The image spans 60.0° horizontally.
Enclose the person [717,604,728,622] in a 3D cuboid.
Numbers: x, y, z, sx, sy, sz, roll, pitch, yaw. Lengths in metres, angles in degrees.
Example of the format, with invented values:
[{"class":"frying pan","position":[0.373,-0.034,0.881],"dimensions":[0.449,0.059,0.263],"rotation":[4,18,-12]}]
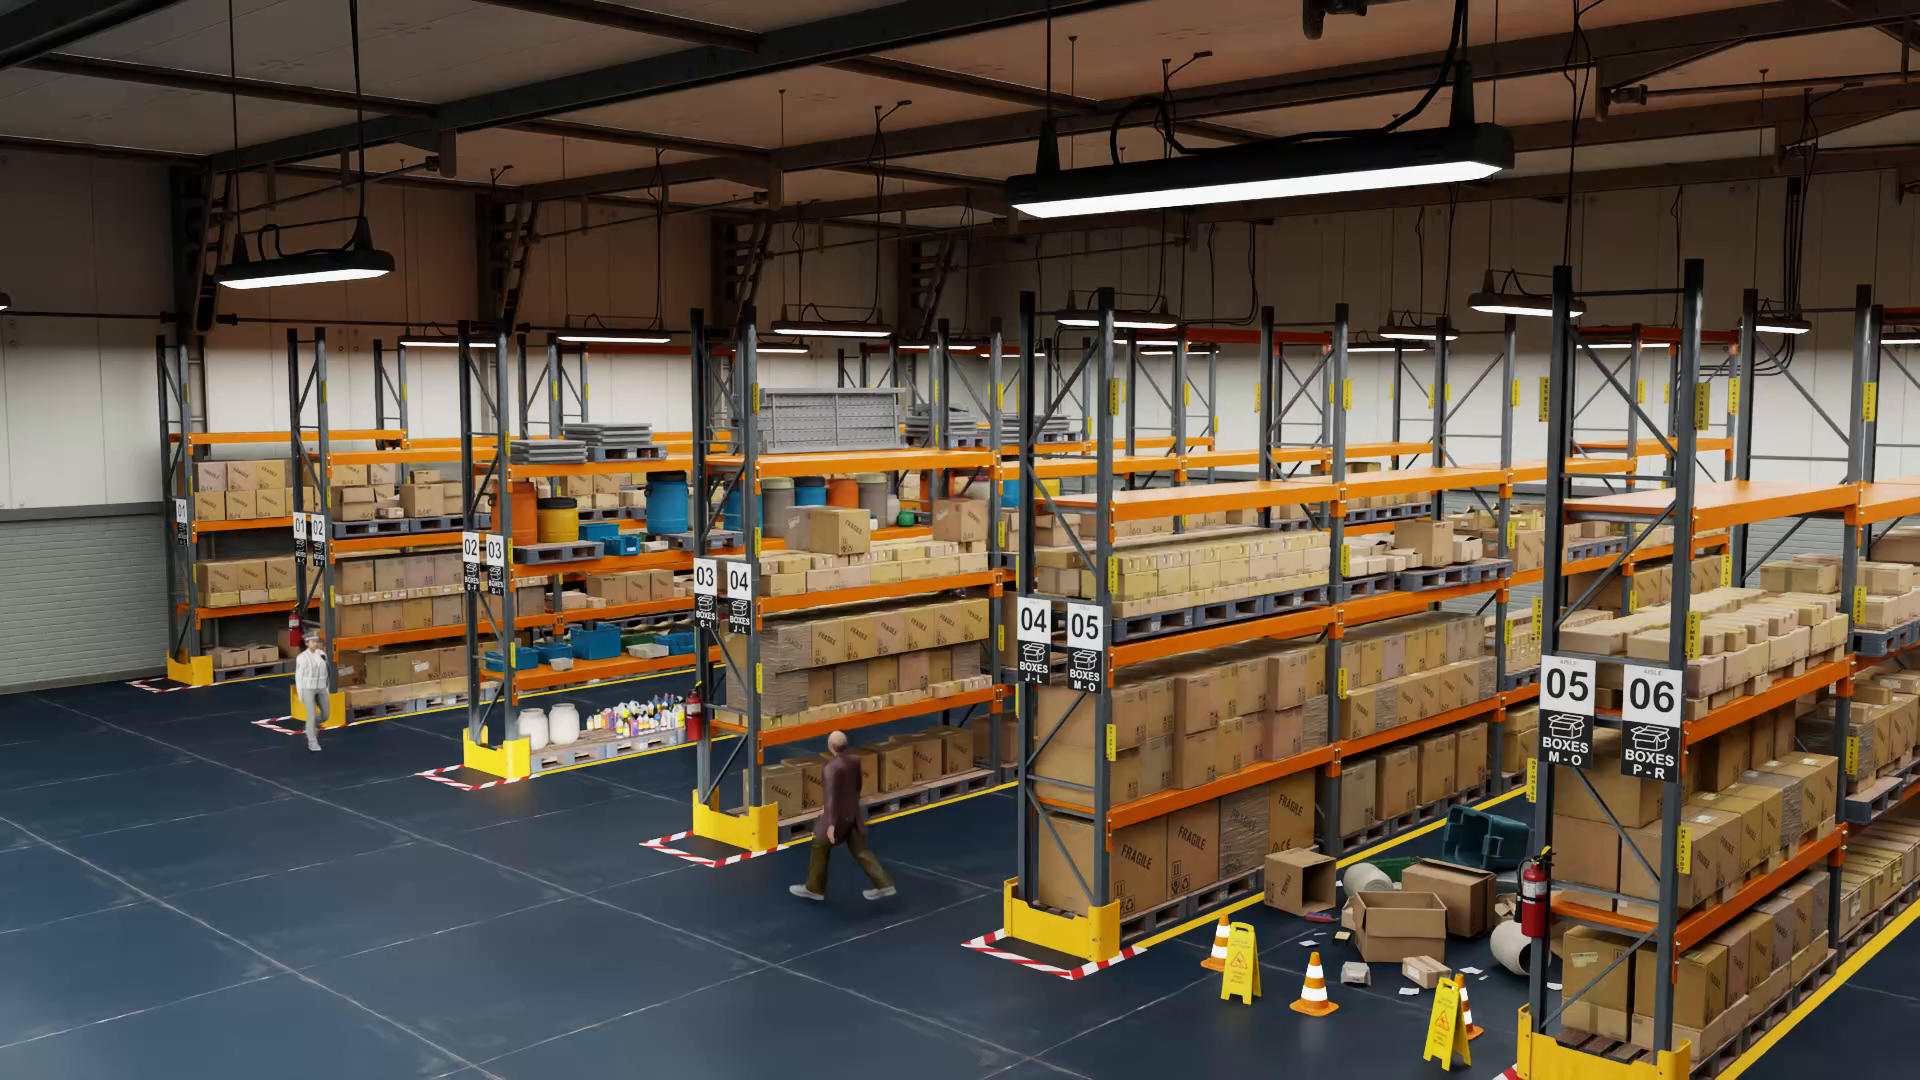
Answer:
[{"class":"person","position":[-5.096,1.015,35.340],"dimensions":[0.464,1.674,0.512],"rotation":[-1,5,-11]}]

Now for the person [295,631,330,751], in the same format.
[{"class":"person","position":[-9.178,2.110,23.508],"dimensions":[0.625,1.671,0.475],"rotation":[5,7,43]}]

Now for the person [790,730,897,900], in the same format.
[{"class":"person","position":[-1.153,2.746,16.524],"dimensions":[1.137,1.730,0.646],"rotation":[3,6,26]}]
